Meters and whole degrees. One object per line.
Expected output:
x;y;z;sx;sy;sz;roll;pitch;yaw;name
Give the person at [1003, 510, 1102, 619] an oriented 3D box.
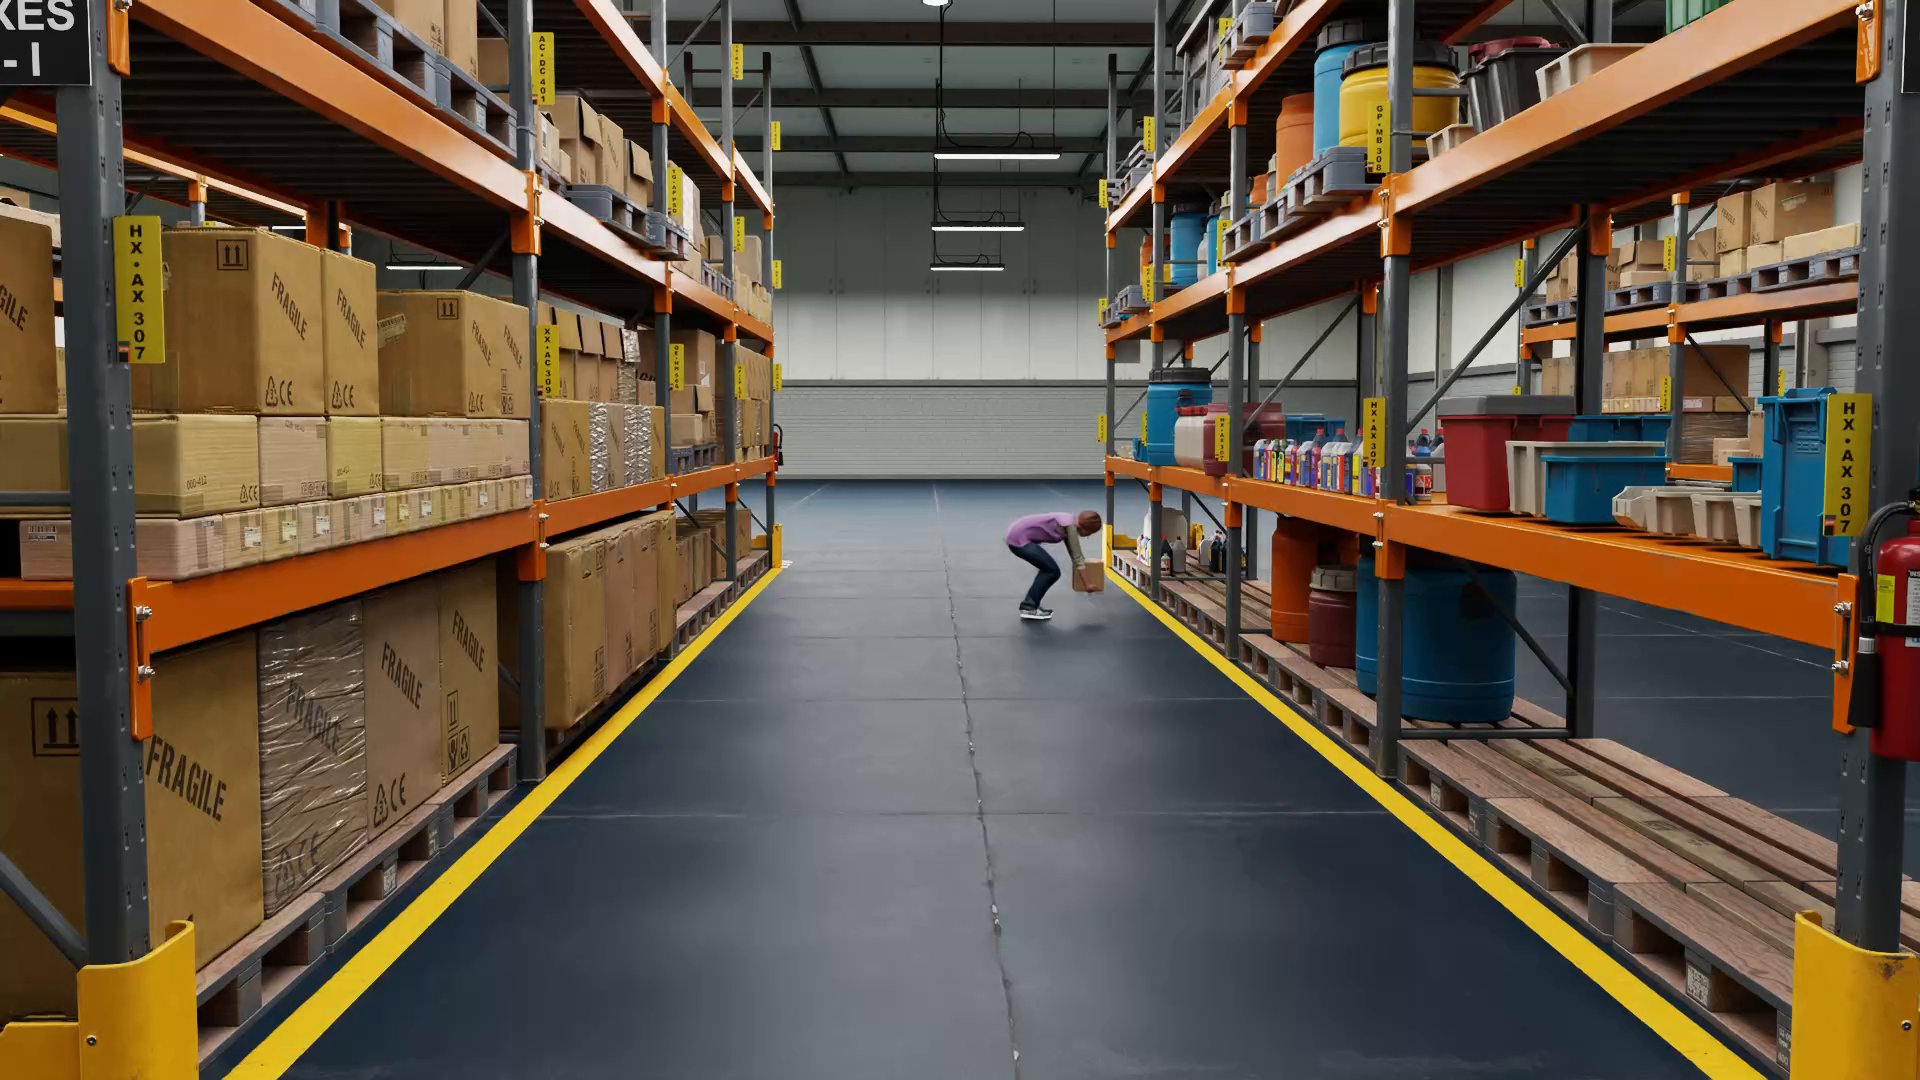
0.806;0.221;14.463;0.862;0.918;0.420;0;4;-4;person
